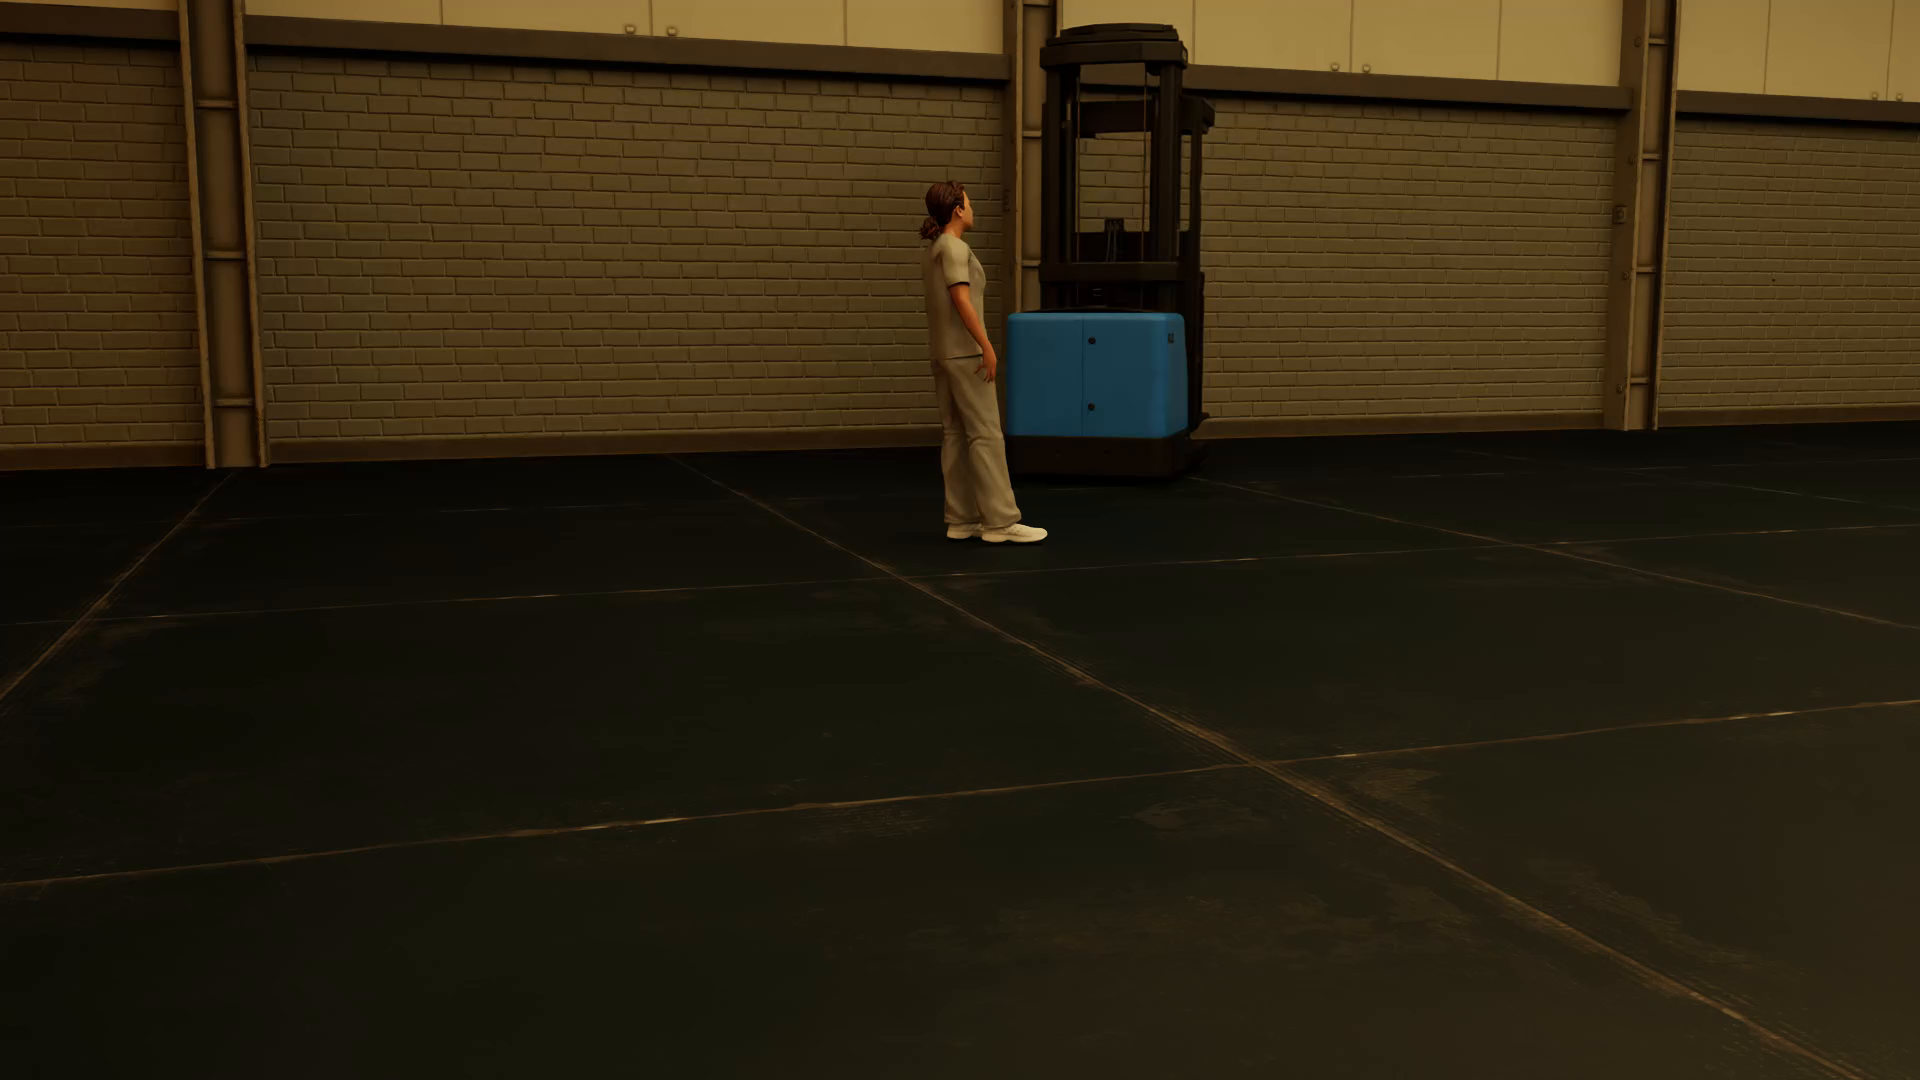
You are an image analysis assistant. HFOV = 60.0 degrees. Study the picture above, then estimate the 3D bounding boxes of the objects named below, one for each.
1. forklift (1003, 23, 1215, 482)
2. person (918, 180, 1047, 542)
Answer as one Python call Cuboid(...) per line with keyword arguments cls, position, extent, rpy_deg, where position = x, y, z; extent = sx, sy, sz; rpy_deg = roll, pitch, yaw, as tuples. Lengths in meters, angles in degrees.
Cuboid(cls="forklift", position=(1.160, -1.979, 11.599), extent=(1.130, 2.935, 3.031), rpy_deg=(2, 8, 15))
Cuboid(cls="person", position=(0.074, -0.839, 7.820), extent=(0.549, 1.675, 0.549), rpy_deg=(-3, 8, -18))
